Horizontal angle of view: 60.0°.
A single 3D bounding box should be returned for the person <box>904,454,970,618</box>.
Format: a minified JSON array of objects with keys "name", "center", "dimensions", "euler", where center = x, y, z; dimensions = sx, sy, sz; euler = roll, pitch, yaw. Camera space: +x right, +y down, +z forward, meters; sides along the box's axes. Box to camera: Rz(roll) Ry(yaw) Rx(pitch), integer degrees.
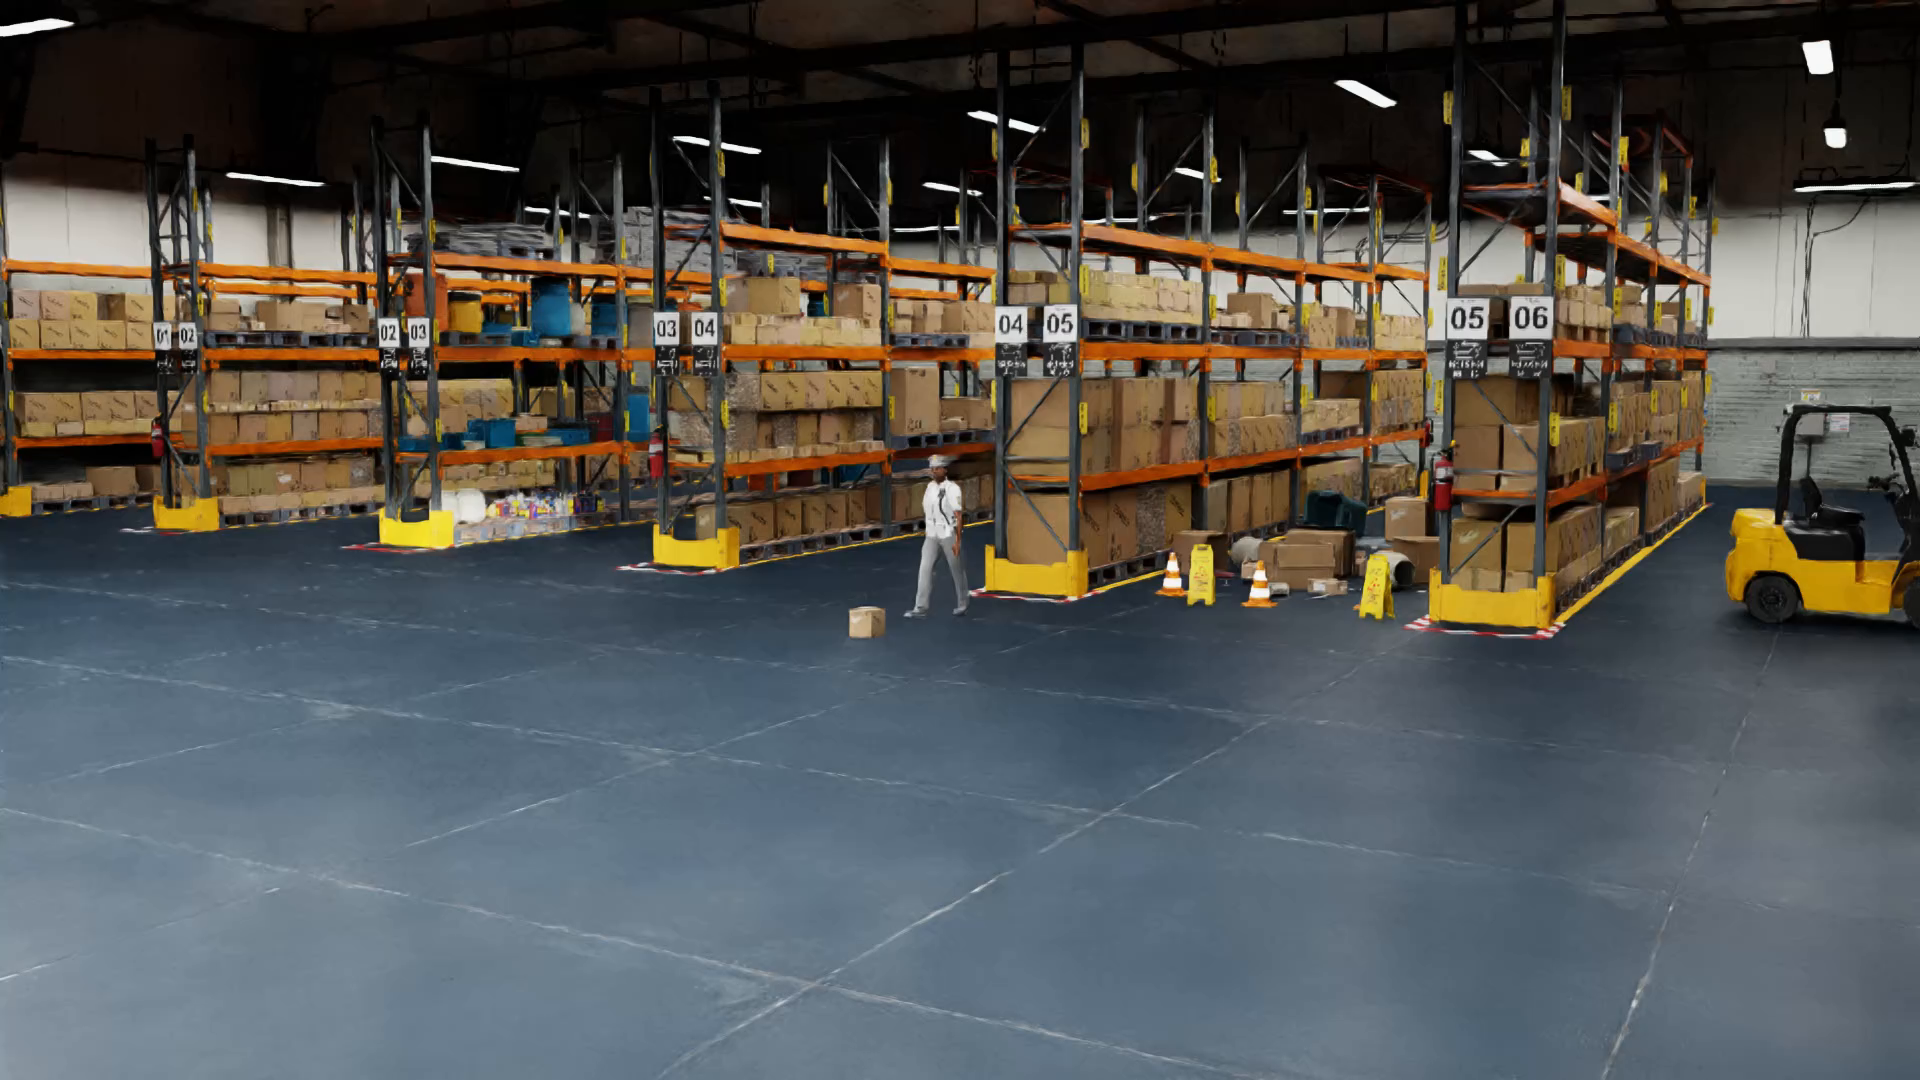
[{"name":"person","center":[-0.190,-0.043,16.633],"dimensions":[0.519,1.636,0.908],"euler":[4,7,35]}]
